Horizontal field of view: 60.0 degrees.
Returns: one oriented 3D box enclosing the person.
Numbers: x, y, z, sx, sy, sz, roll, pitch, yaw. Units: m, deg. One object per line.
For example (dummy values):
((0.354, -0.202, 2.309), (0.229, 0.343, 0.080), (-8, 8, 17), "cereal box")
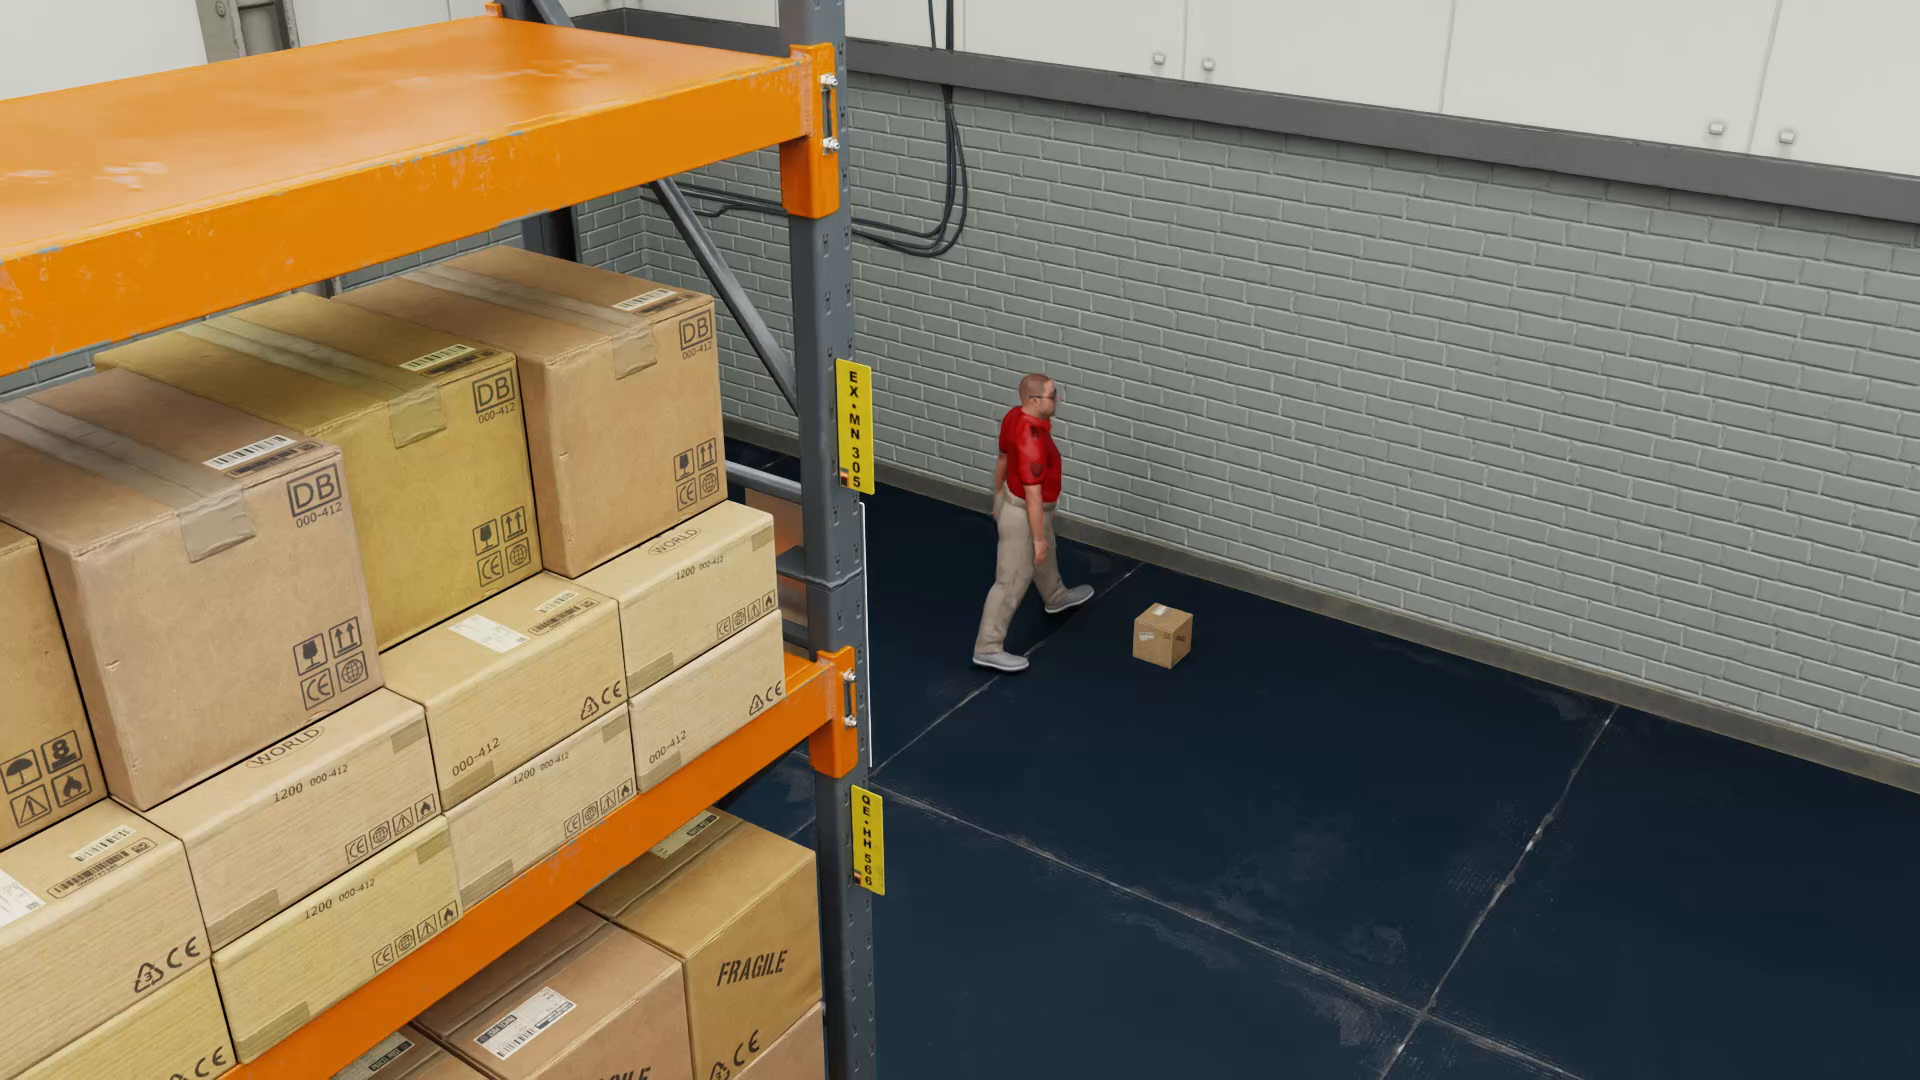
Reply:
((0.451, -0.175, 9.474), (0.841, 1.688, 0.767), (-4, 27, -8), "person")
